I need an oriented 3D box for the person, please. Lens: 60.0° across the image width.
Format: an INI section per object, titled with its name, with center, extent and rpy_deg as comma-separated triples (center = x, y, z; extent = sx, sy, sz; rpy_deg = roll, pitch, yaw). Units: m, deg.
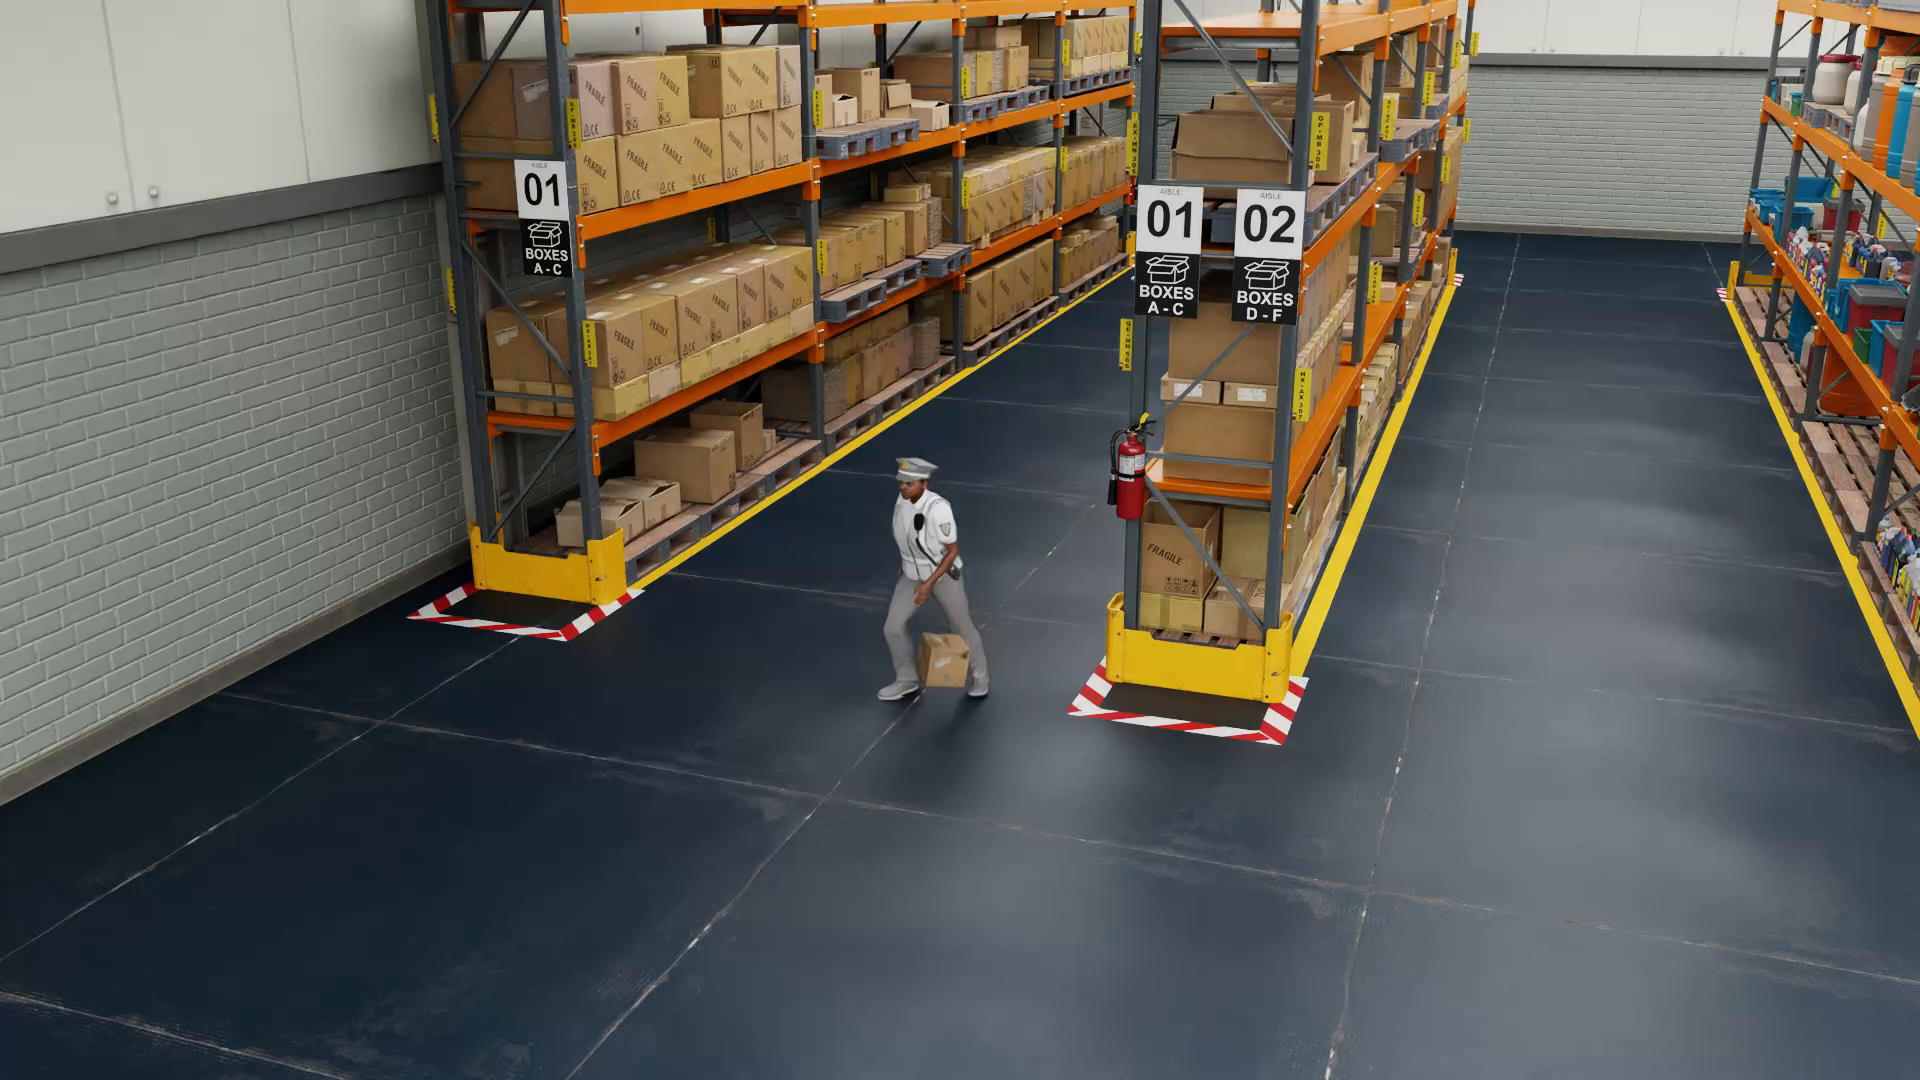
[person]
center = -0.170, 0.221, 10.442
extent = 0.595, 1.634, 0.677
rpy_deg = 14, 23, 35
